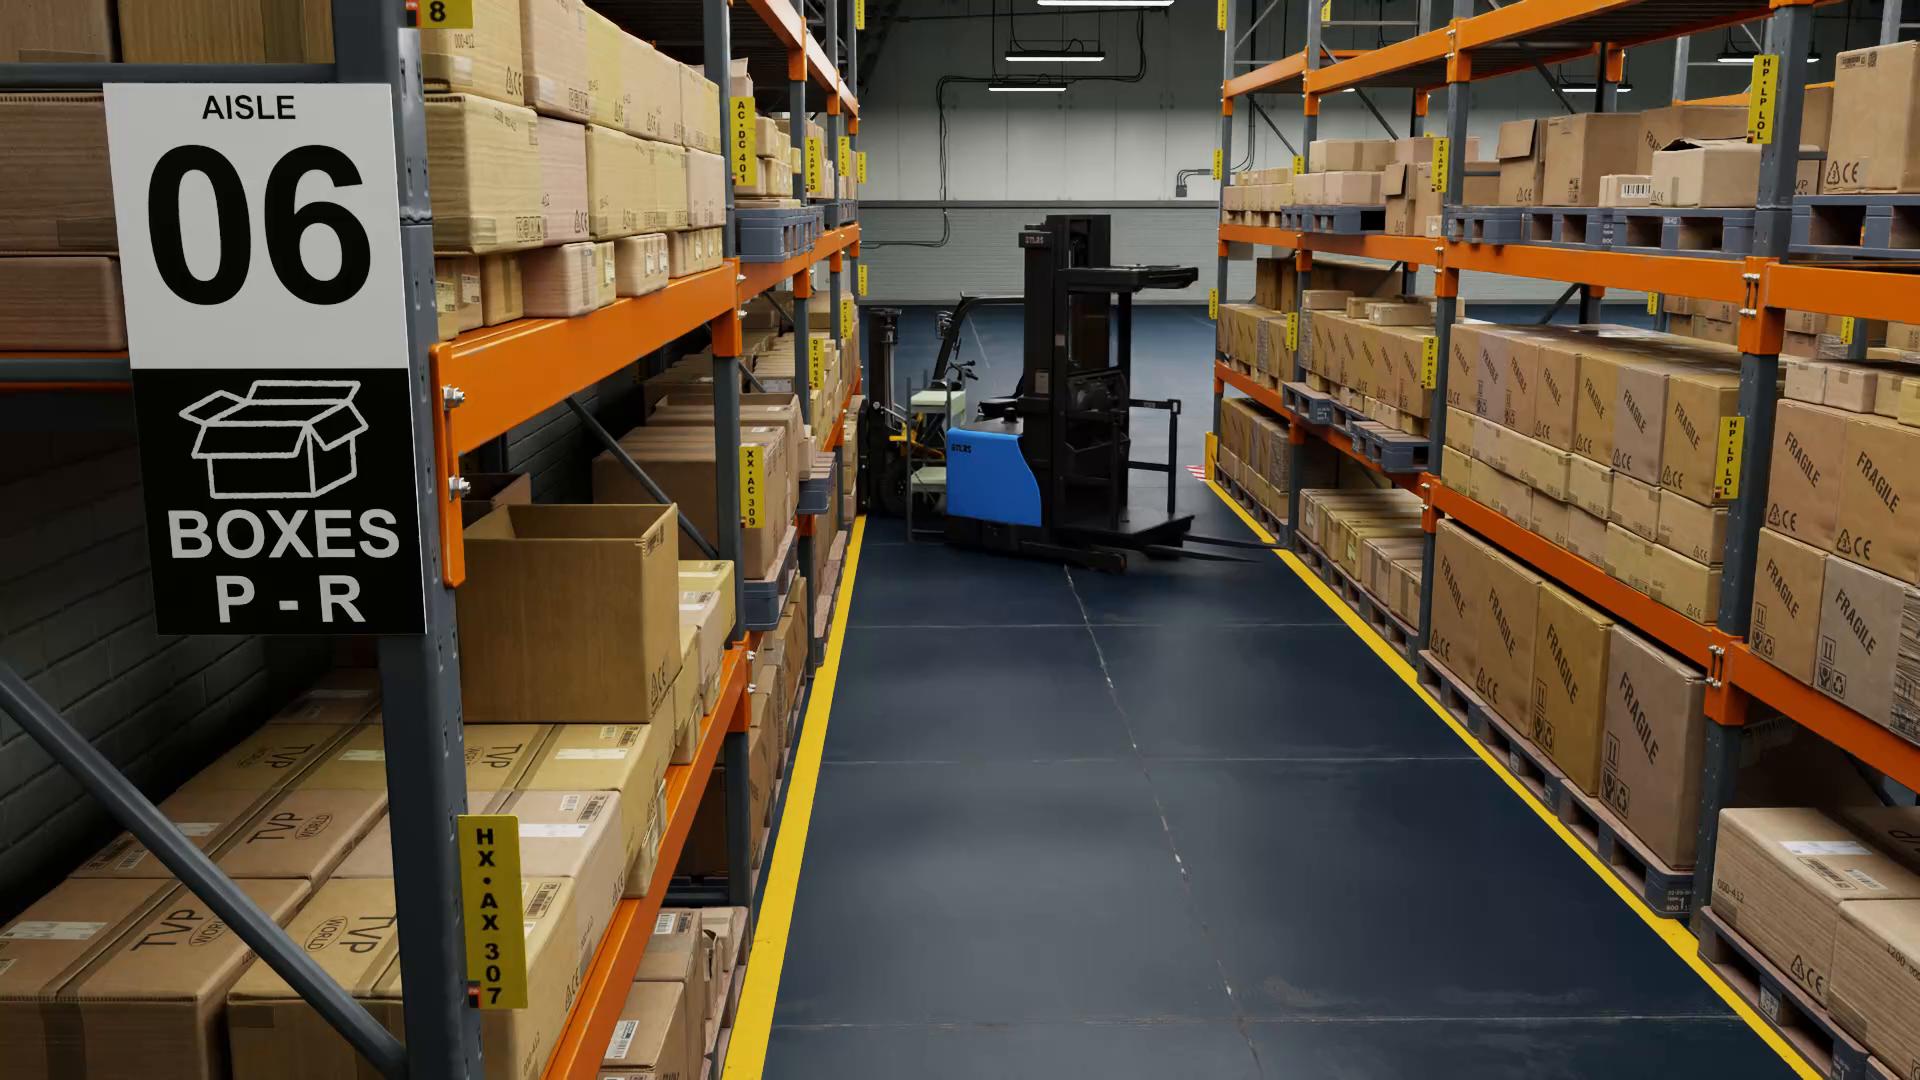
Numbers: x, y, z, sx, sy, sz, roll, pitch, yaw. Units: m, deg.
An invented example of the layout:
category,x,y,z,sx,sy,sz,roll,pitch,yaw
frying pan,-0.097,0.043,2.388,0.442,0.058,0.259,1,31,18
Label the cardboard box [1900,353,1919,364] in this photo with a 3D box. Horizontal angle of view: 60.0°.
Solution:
category,x,y,z,sx,sy,sz,roll,pitch,yaw
cardboard box,8.132,-1.274,13.736,0.500,0.500,0.500,0,11,-1

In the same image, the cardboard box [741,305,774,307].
category,x,y,z,sx,sy,sz,roll,pitch,yaw
cardboard box,-1.889,-2.097,15.410,0.380,0.149,0.250,0,11,-2

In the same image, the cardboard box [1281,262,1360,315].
category,x,y,z,sx,sy,sz,roll,pitch,yaw
cardboard box,3.566,-2.469,16.361,0.700,0.500,0.500,0,11,-2

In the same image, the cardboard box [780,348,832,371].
category,x,y,z,sx,sy,sz,roll,pitch,yaw
cardboard box,-1.162,-1.364,12.544,0.380,0.149,0.250,-1,11,-3

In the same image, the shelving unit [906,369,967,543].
category,x,y,z,sx,sy,sz,roll,pitch,yaw
shelving unit,-0.213,-0.786,15.350,0.431,1.500,0.755,2,12,10

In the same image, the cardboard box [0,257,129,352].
category,x,y,z,sx,sy,sz,roll,pitch,yaw
cardboard box,-1.520,-0.394,2.736,0.380,0.149,0.250,0,11,0

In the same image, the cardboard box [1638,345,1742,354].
category,x,y,z,sx,sy,sz,roll,pitch,yaw
cardboard box,3.813,-0.732,8.547,0.500,0.500,0.500,0,11,-2

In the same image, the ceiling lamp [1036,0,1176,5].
category,x,y,z,sx,sy,sz,roll,pitch,yaw
ceiling lamp,2.094,-9.329,23.921,2.000,3.185,0.800,0,11,-1

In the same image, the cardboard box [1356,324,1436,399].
category,x,y,z,sx,sy,sz,roll,pitch,yaw
cardboard box,3.194,-1.289,12.002,0.500,0.500,0.500,-1,12,-5

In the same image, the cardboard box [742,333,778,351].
category,x,y,z,sx,sy,sz,roll,pitch,yaw
cardboard box,-1.738,-1.666,14.035,0.380,0.149,0.250,0,11,-2

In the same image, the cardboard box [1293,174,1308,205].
category,x,y,z,sx,sy,sz,roll,pitch,yaw
cardboard box,3.043,-2.876,13.657,0.500,0.250,0.500,-1,11,-3

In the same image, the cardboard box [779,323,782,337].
category,x,y,z,sx,sy,sz,roll,pitch,yaw
cardboard box,-1.831,-1.902,15.197,0.380,0.149,0.250,0,11,0

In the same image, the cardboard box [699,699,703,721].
category,x,y,z,sx,sy,sz,roll,pitch,yaw
cardboard box,-1.071,0.561,5.571,0.380,0.149,0.250,0,11,0

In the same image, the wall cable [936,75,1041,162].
category,x,y,z,sx,sy,sz,roll,pitch,yaw
wall cable,0.846,-12.482,49.250,3.097,2.526,0.112,0,11,-1

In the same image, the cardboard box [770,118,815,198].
category,x,y,z,sx,sy,sz,roll,pitch,yaw
cardboard box,-1.219,-2.494,10.894,0.500,0.500,0.500,0,11,-1

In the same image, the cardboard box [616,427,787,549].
category,x,y,z,sx,sy,sz,roll,pitch,yaw
cardboard box,-1.162,-0.234,7.554,0.700,0.500,0.500,0,11,-1

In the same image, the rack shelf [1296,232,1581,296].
category,x,y,z,sx,sy,sz,roll,pitch,yaw
rack shelf,3.474,-2.111,12.376,1.077,0.370,4.000,0,11,-1

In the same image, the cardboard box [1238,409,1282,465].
category,x,y,z,sx,sy,sz,roll,pitch,yaw
cardboard box,3.108,-1.042,16.815,0.500,0.500,0.500,0,11,0

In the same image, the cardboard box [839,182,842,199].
category,x,y,z,sx,sy,sz,roll,pitch,yaw
cardboard box,-1.236,-3.062,14.579,0.380,0.149,0.250,0,11,0

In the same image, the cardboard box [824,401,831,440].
category,x,y,z,sx,sy,sz,roll,pitch,yaw
cardboard box,-1.245,-0.896,12.499,0.500,0.250,0.500,0,11,1

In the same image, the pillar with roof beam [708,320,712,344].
category,x,y,z,sx,sy,sz,roll,pitch,yaw
pillar with roof beam,1.804,-4.981,17.168,9.100,9.000,0.400,0,11,-1

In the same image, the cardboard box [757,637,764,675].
category,x,y,z,sx,sy,sz,roll,pitch,yaw
cardboard box,-1.196,0.590,8.397,0.380,0.149,0.250,0,11,1

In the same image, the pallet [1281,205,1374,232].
category,x,y,z,sx,sy,sz,roll,pitch,yaw
pallet,3.338,-2.646,13.676,1.213,0.211,1.003,0,11,-1

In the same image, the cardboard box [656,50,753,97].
category,x,y,z,sx,sy,sz,roll,pitch,yaw
cardboard box,-1.022,-1.791,6.526,0.396,0.266,0.258,0,11,-2

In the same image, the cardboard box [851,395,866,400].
category,x,y,z,sx,sy,sz,roll,pitch,yaw
cardboard box,-1.292,-1.423,18.065,0.500,0.250,0.500,0,11,1

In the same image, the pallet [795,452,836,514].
category,x,y,z,sx,sy,sz,roll,pitch,yaw
pallet,-1.364,-0.346,9.895,1.213,0.211,1.003,0,11,-1

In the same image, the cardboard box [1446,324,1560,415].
category,x,y,z,sx,sy,sz,roll,pitch,yaw
cardboard box,3.281,-1.036,10.045,0.500,0.500,0.500,-1,11,-3

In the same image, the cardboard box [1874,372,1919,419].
category,x,y,z,sx,sy,sz,roll,pitch,yaw
cardboard box,3.413,-0.492,5.735,0.380,0.149,0.250,0,11,-2

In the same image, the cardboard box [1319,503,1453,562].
category,x,y,z,sx,sy,sz,roll,pitch,yaw
cardboard box,3.464,-0.062,13.564,0.950,0.372,0.625,0,11,2

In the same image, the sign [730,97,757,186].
category,x,y,z,sx,sy,sz,roll,pitch,yaw
sign,-0.823,-1.507,6.288,0.100,0.325,0.005,0,11,-1

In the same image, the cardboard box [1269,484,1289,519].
category,x,y,z,sx,sy,sz,roll,pitch,yaw
cardboard box,3.151,-0.366,15.368,0.500,0.250,0.500,0,11,1

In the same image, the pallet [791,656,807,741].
category,x,y,z,sx,sy,sz,roll,pitch,yaw
pallet,-1.470,0.940,10.084,1.003,0.211,1.213,0,11,-1

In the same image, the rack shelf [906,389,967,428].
category,x,y,z,sx,sy,sz,roll,pitch,yaw
rack shelf,-0.213,-1.168,15.273,0.431,0.370,0.720,2,12,10

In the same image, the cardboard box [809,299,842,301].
category,x,y,z,sx,sy,sz,roll,pitch,yaw
cardboard box,-1.357,-2.302,16.424,0.380,0.149,0.250,0,11,0

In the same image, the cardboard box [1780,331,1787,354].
category,x,y,z,sx,sy,sz,roll,pitch,yaw
cardboard box,8.432,-1.795,16.178,0.875,0.550,0.550,0,11,-1

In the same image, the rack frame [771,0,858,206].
category,x,y,z,sx,sy,sz,roll,pitch,yaw
rack frame,-1.613,-5.105,17.781,1.000,3.000,0.127,0,11,-1

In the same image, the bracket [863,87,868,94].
category,x,y,z,sx,sy,sz,roll,pitch,yaw
bracket,-2.822,-13.246,48.853,0.235,0.232,0.430,0,11,-1

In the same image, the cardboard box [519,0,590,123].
category,x,y,z,sx,sy,sz,roll,pitch,yaw
cardboard box,-1.032,-0.962,3.276,0.500,0.250,0.500,0,11,-2

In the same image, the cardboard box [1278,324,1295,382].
category,x,y,z,sx,sy,sz,roll,pitch,yaw
cardboard box,3.174,-1.673,14.953,0.500,0.500,0.500,-1,11,-3

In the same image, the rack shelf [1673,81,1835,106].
category,x,y,z,sx,sy,sz,roll,pitch,yaw
rack shelf,8.338,-4.221,16.236,1.077,0.370,4.000,0,11,-1

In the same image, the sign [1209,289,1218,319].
category,x,y,z,sx,sy,sz,roll,pitch,yaw
sign,2.807,-2.608,18.384,0.100,0.325,0.005,0,11,-1

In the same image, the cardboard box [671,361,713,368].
category,x,y,z,sx,sy,sz,roll,pitch,yaw
cardboard box,-1.793,-1.157,11.527,0.380,0.149,0.250,0,11,-2

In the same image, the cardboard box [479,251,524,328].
category,x,y,z,sx,sy,sz,roll,pitch,yaw
cardboard box,-1.076,-0.499,3.252,0.380,0.149,0.250,0,11,-1

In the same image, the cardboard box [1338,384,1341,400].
category,x,y,z,sx,sy,sz,roll,pitch,yaw
cardboard box,3.173,-1.156,12.981,0.380,0.149,0.250,0,11,-1

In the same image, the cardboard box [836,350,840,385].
category,x,y,z,sx,sy,sz,roll,pitch,yaw
cardboard box,-1.265,-1.445,13.947,0.500,0.250,0.500,0,11,-2

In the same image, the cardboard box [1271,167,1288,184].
category,x,y,z,sx,sy,sz,roll,pitch,yaw
cardboard box,3.073,-3.345,15.277,0.380,0.149,0.250,0,11,1

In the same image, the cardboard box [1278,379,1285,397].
category,x,y,z,sx,sy,sz,roll,pitch,yaw
cardboard box,3.109,-1.380,15.140,0.380,0.149,0.250,0,11,0

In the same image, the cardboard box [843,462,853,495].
category,x,y,z,sx,sy,sz,roll,pitch,yaw
cardboard box,-1.232,-0.571,15.120,0.500,0.250,0.500,0,11,-1

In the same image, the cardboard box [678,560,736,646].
category,x,y,z,sx,sy,sz,roll,pitch,yaw
cardboard box,-1.111,0.248,6.111,0.500,0.250,0.500,0,11,0

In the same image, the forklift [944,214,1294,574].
category,x,y,z,sx,sy,sz,roll,pitch,yaw
forklift,1.354,-1.275,14.165,3.031,2.935,1.130,8,14,35

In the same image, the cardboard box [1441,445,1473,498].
category,x,y,z,sx,sy,sz,roll,pitch,yaw
cardboard box,3.273,-0.424,10.173,0.500,0.250,0.500,0,11,-2

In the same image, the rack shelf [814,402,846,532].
category,x,y,z,sx,sy,sz,roll,pitch,yaw
rack shelf,-1.489,-0.620,12.570,1.077,0.370,4.000,0,11,-1

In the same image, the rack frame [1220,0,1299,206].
category,x,y,z,sx,sy,sz,roll,pitch,yaw
rack frame,3.350,-5.126,17.885,1.000,3.000,0.127,0,11,-1

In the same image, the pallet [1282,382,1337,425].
category,x,y,z,sx,sy,sz,roll,pitch,yaw
pallet,3.303,-1.144,13.829,1.003,0.211,1.213,0,11,-1

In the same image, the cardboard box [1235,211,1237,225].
category,x,y,z,sx,sy,sz,roll,pitch,yaw
cardboard box,3.127,-3.414,17.621,0.380,0.149,0.250,-1,11,-3

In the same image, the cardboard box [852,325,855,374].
category,x,y,z,sx,sy,sz,roll,pitch,yaw
cardboard box,-1.328,-1.912,16.880,0.500,0.500,0.500,0,11,-2
